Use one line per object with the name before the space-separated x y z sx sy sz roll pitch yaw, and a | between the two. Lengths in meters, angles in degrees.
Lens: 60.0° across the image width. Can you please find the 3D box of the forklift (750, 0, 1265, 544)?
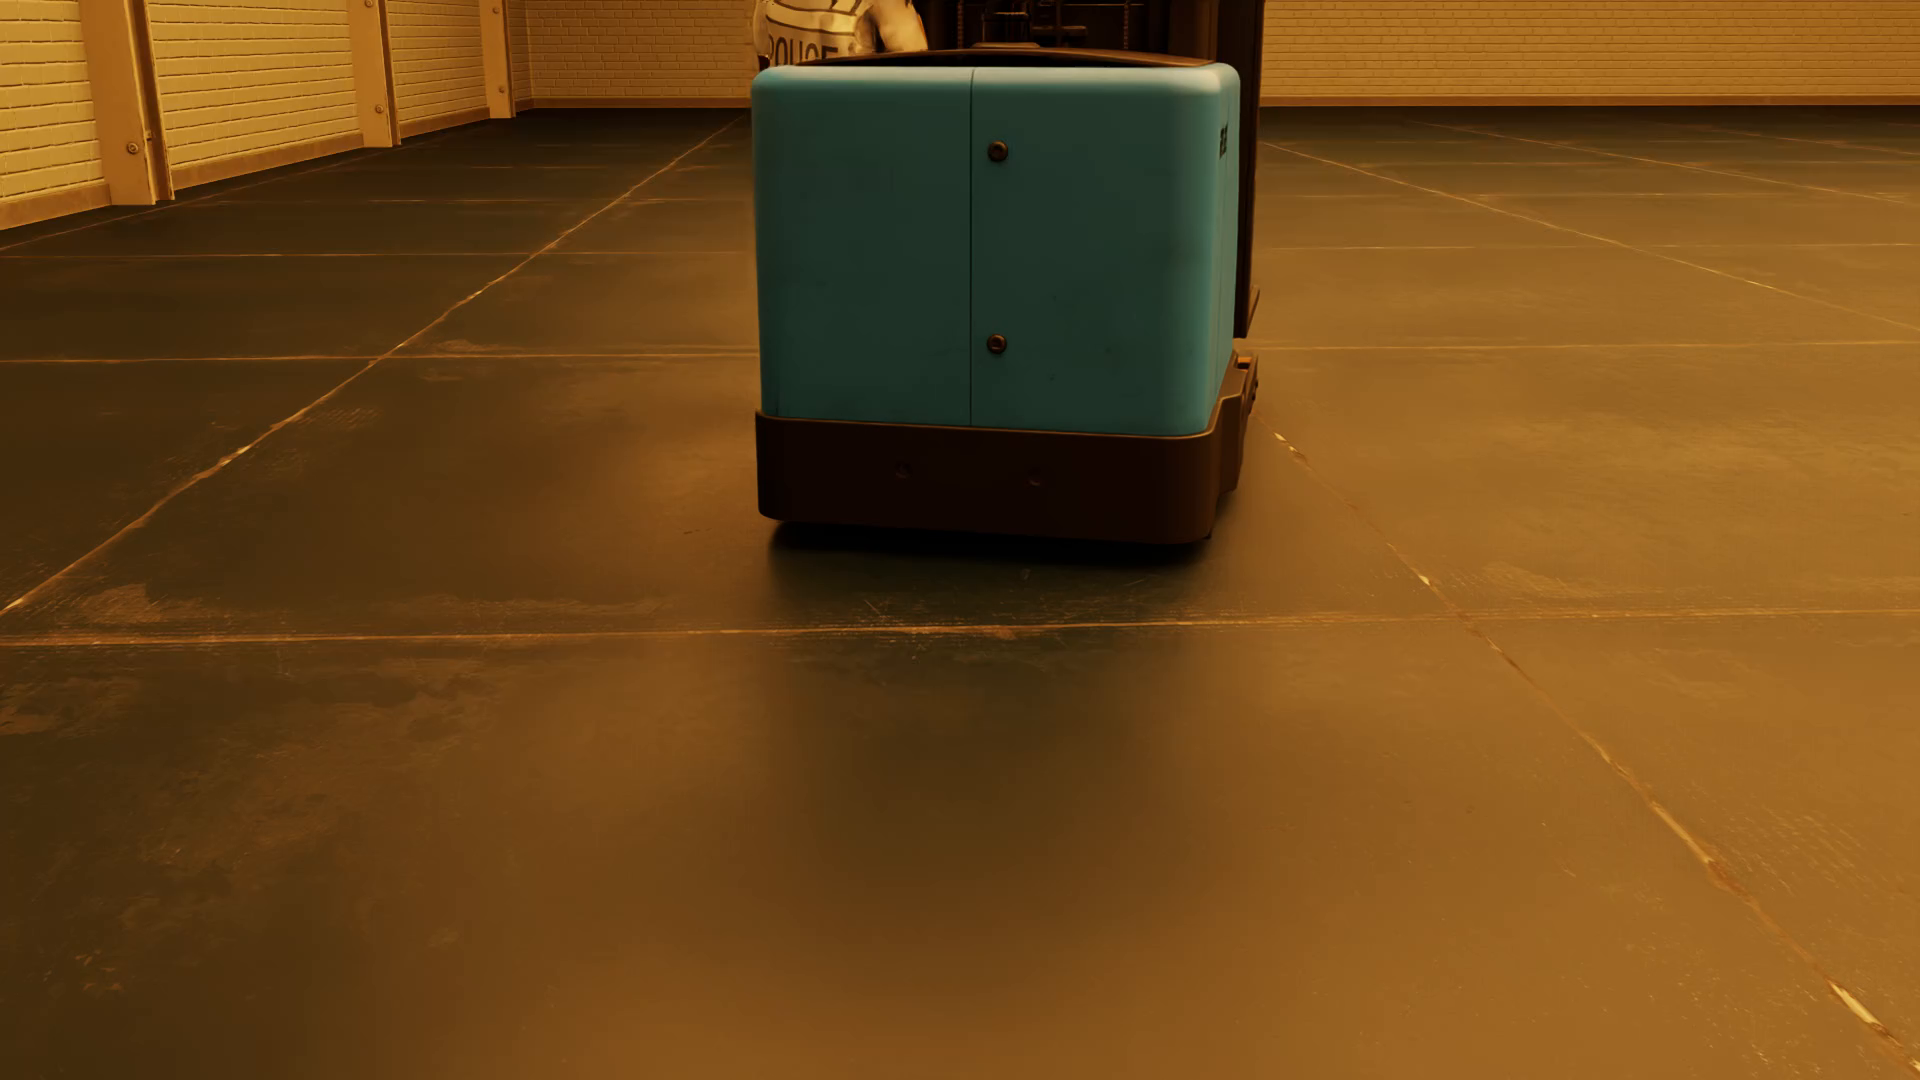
forklift | 0.340 -1.782 4.732 1.130 2.935 3.031 4 17 12

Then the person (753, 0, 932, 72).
person | -0.163 -1.061 4.569 0.703 1.546 0.678 15 22 40
